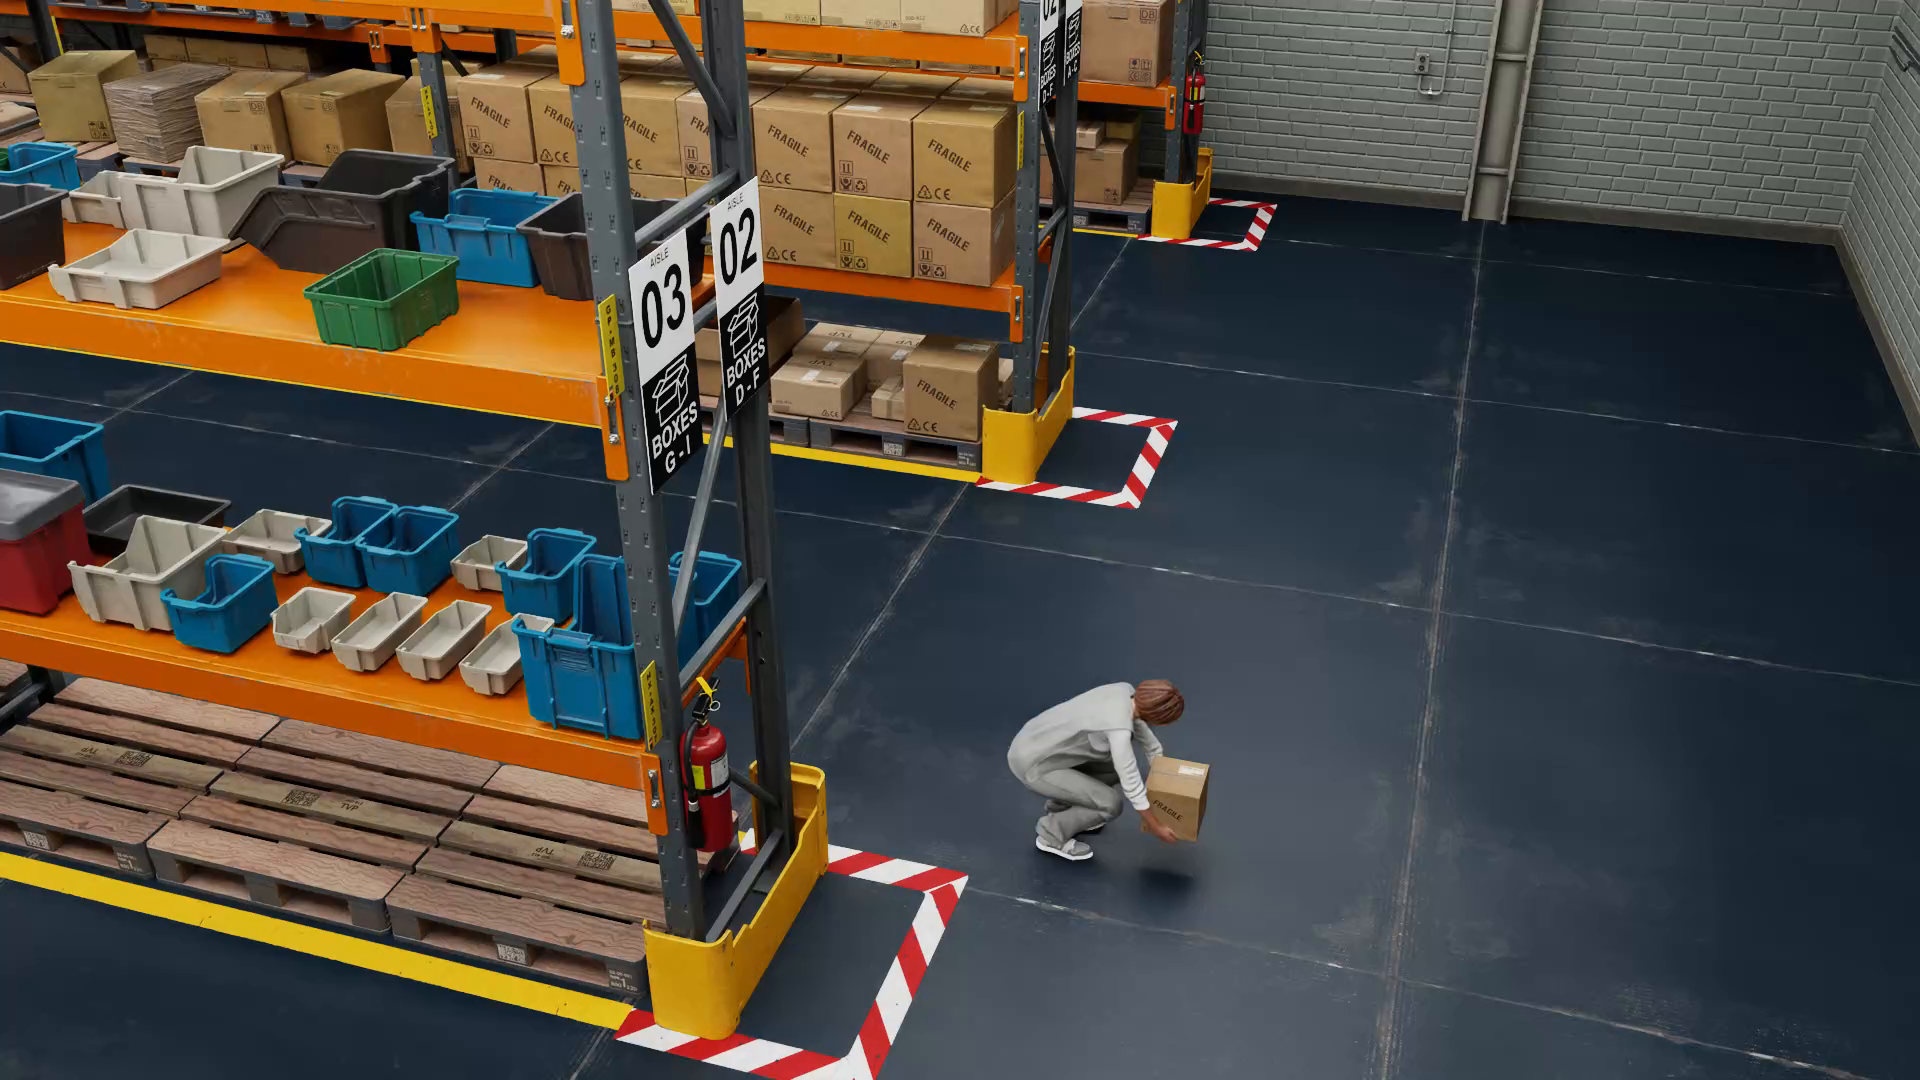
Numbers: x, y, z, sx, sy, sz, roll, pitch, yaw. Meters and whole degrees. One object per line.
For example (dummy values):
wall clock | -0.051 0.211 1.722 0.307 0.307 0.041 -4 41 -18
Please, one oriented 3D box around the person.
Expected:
person | 0.624 0.993 7.467 0.812 0.901 0.448 9 31 15
